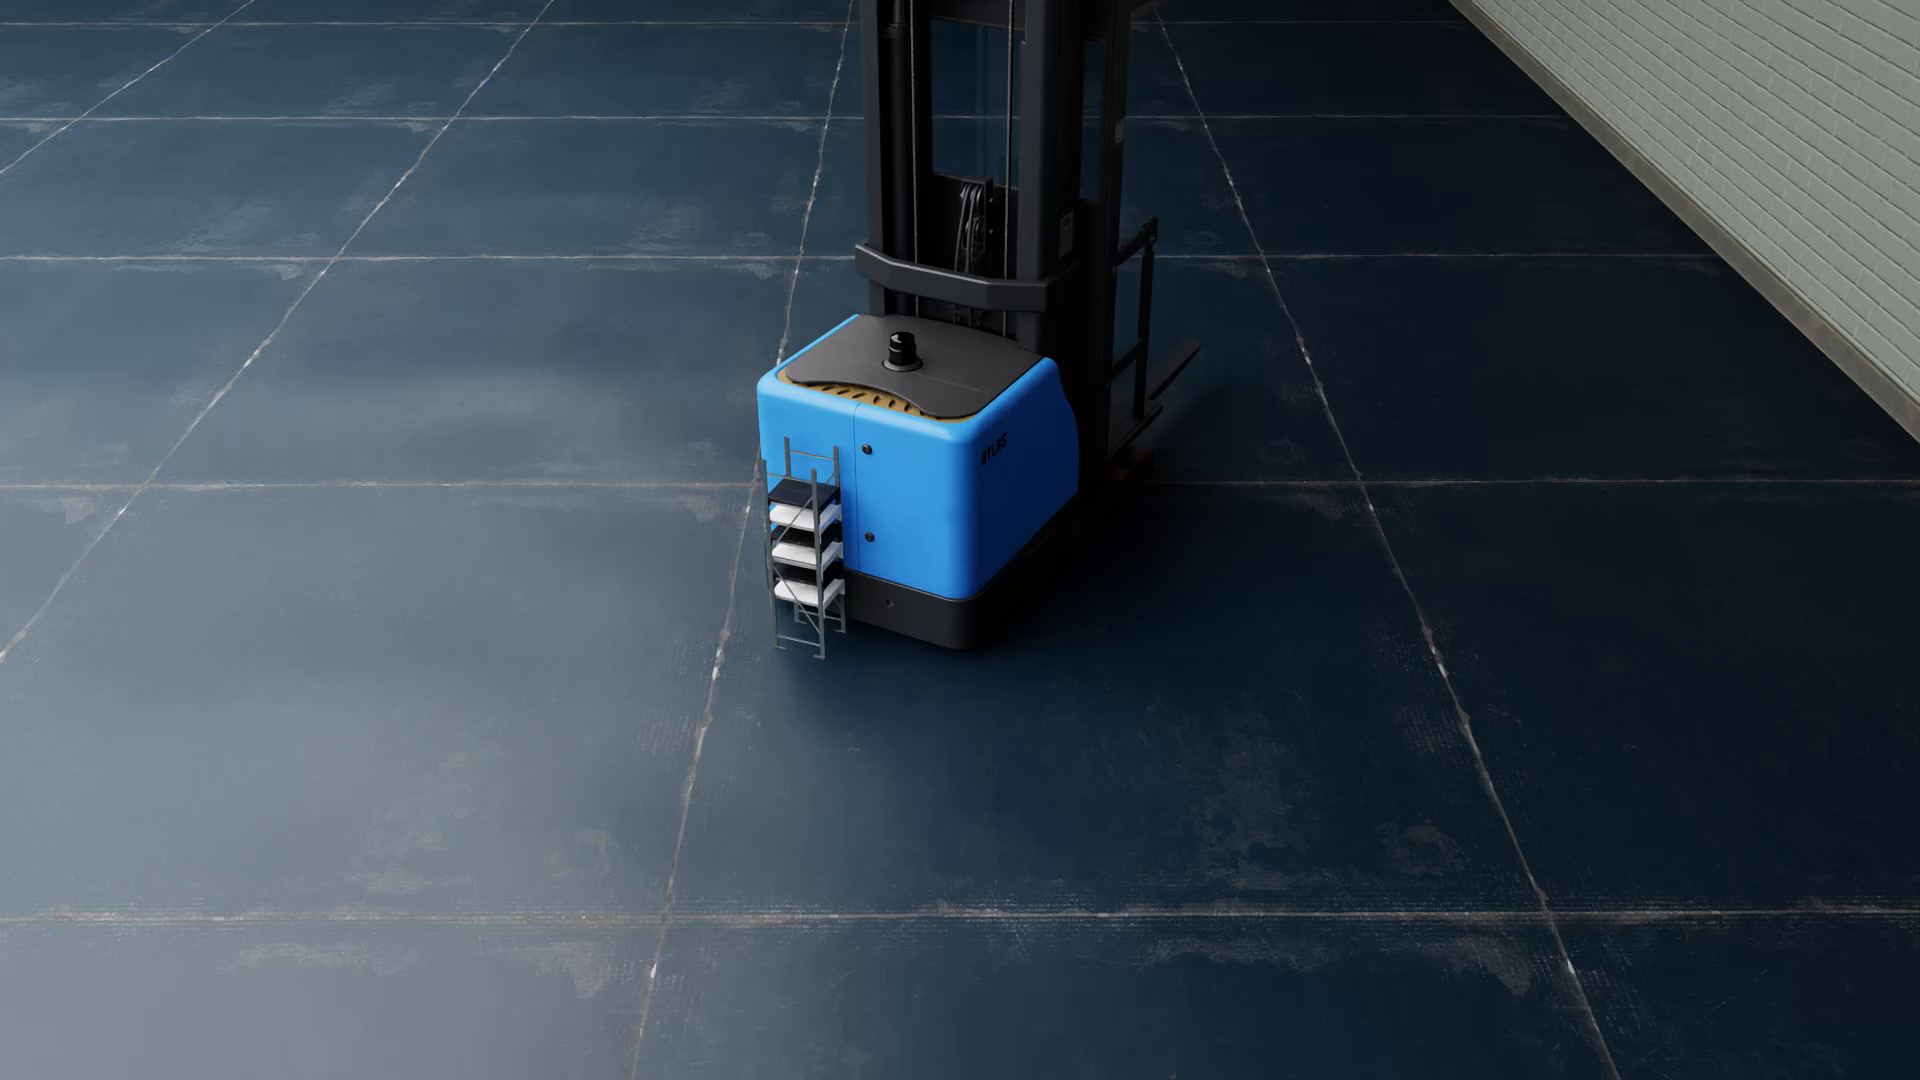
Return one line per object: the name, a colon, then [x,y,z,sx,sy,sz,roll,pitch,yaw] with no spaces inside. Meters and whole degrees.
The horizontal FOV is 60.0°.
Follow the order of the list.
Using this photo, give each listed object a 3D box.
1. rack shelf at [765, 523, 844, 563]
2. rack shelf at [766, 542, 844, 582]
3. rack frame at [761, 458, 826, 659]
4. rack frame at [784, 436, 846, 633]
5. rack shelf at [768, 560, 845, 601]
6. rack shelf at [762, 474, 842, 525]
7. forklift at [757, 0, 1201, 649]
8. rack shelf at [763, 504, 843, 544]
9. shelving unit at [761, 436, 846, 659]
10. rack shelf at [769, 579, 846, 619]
rack shelf: [-0.635,-0.010,6.790,0.258,0.077,0.200,11,33,18]
rack shelf: [-0.635,0.067,6.837,0.258,0.077,0.200,11,33,18]
rack frame: [-0.672,0.087,6.738,0.240,0.900,0.006,11,33,18]
rack frame: [-0.598,-0.011,6.900,0.240,0.900,0.006,11,33,18]
rack shelf: [-0.635,0.144,6.883,0.258,0.077,0.200,11,33,18]
rack shelf: [-0.635,-0.164,6.696,0.258,0.077,0.200,11,33,18]
forklift: [0.300,-1.539,7.461,1.130,2.935,3.031,16,35,24]
rack shelf: [-0.635,-0.087,6.743,0.258,0.077,0.200,11,33,18]
shelving unit: [-0.635,0.038,6.819,0.258,0.900,0.210,11,33,18]
rack shelf: [-0.635,0.221,6.930,0.258,0.077,0.200,11,33,18]
